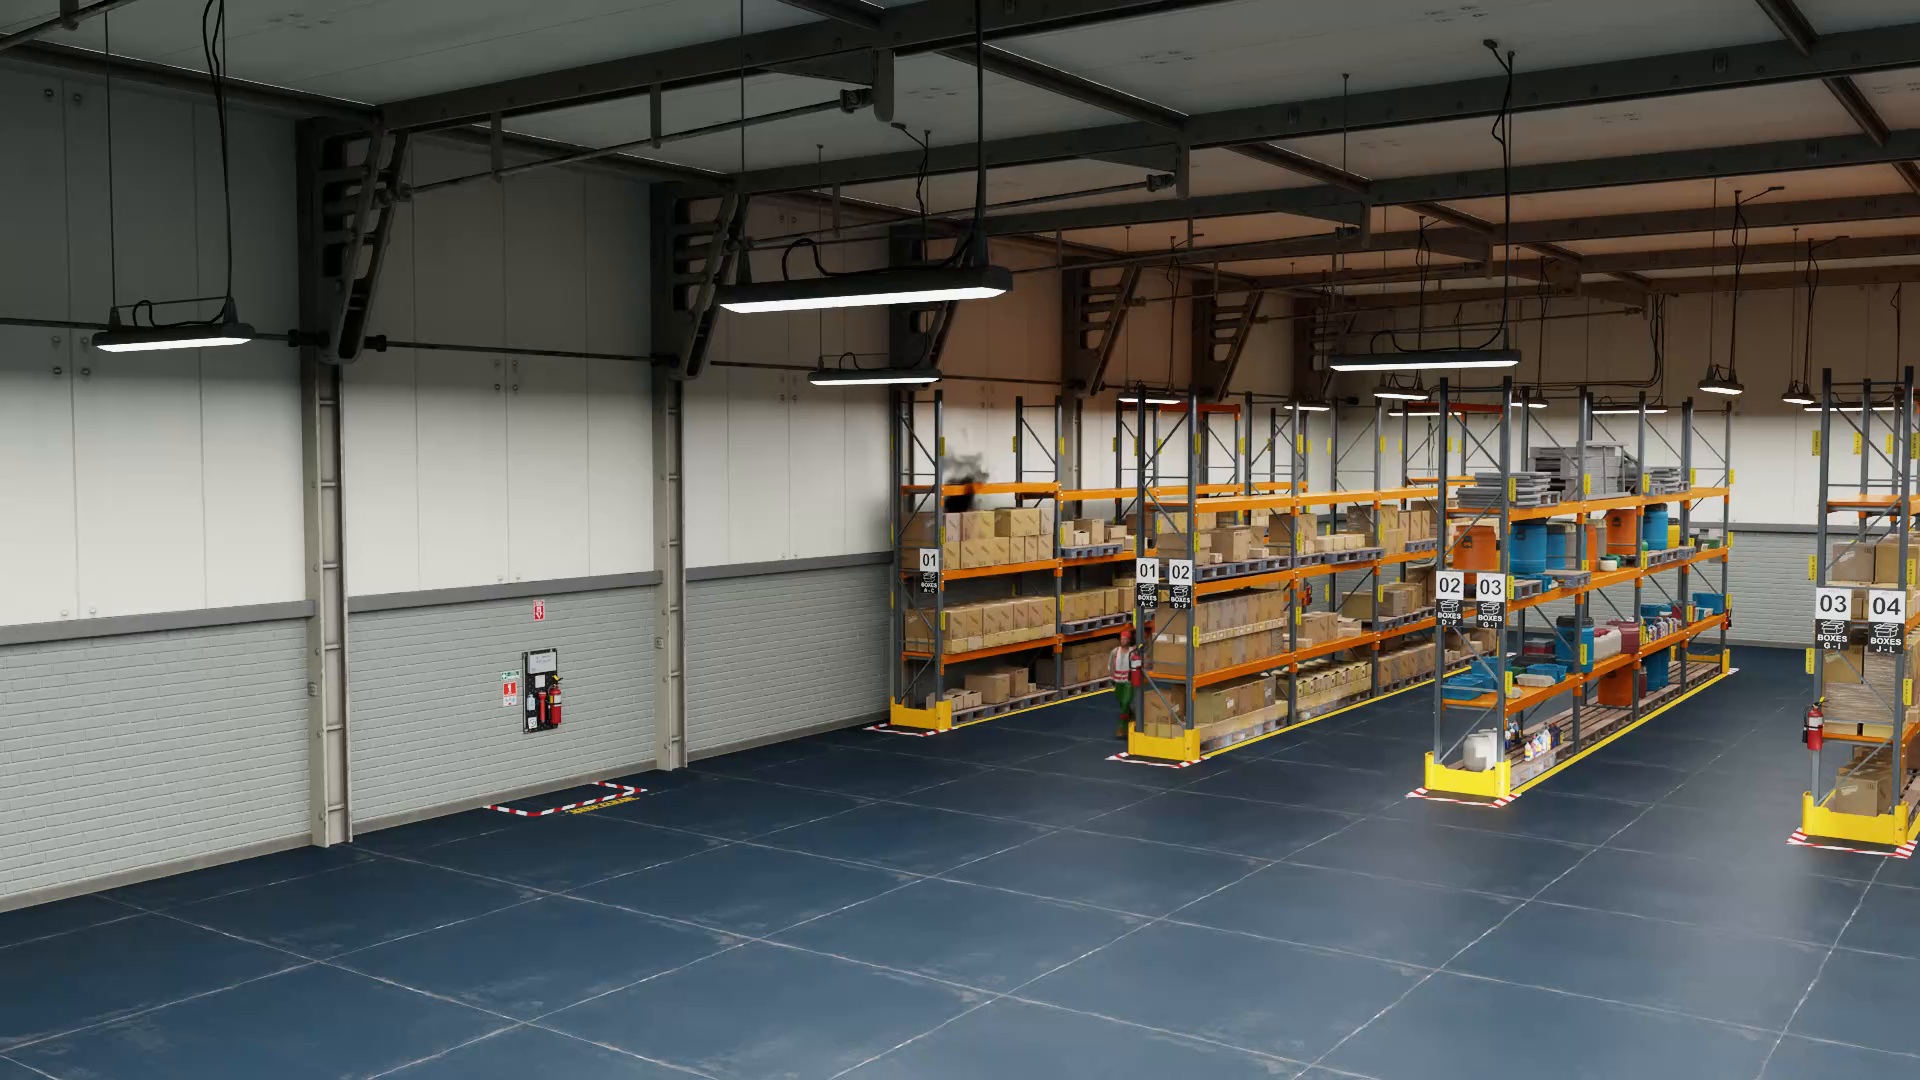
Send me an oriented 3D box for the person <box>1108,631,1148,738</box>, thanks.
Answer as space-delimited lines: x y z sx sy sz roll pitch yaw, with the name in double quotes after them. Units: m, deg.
2.857 2.466 28.787 0.654 1.786 0.987 2 4 29 "person"
